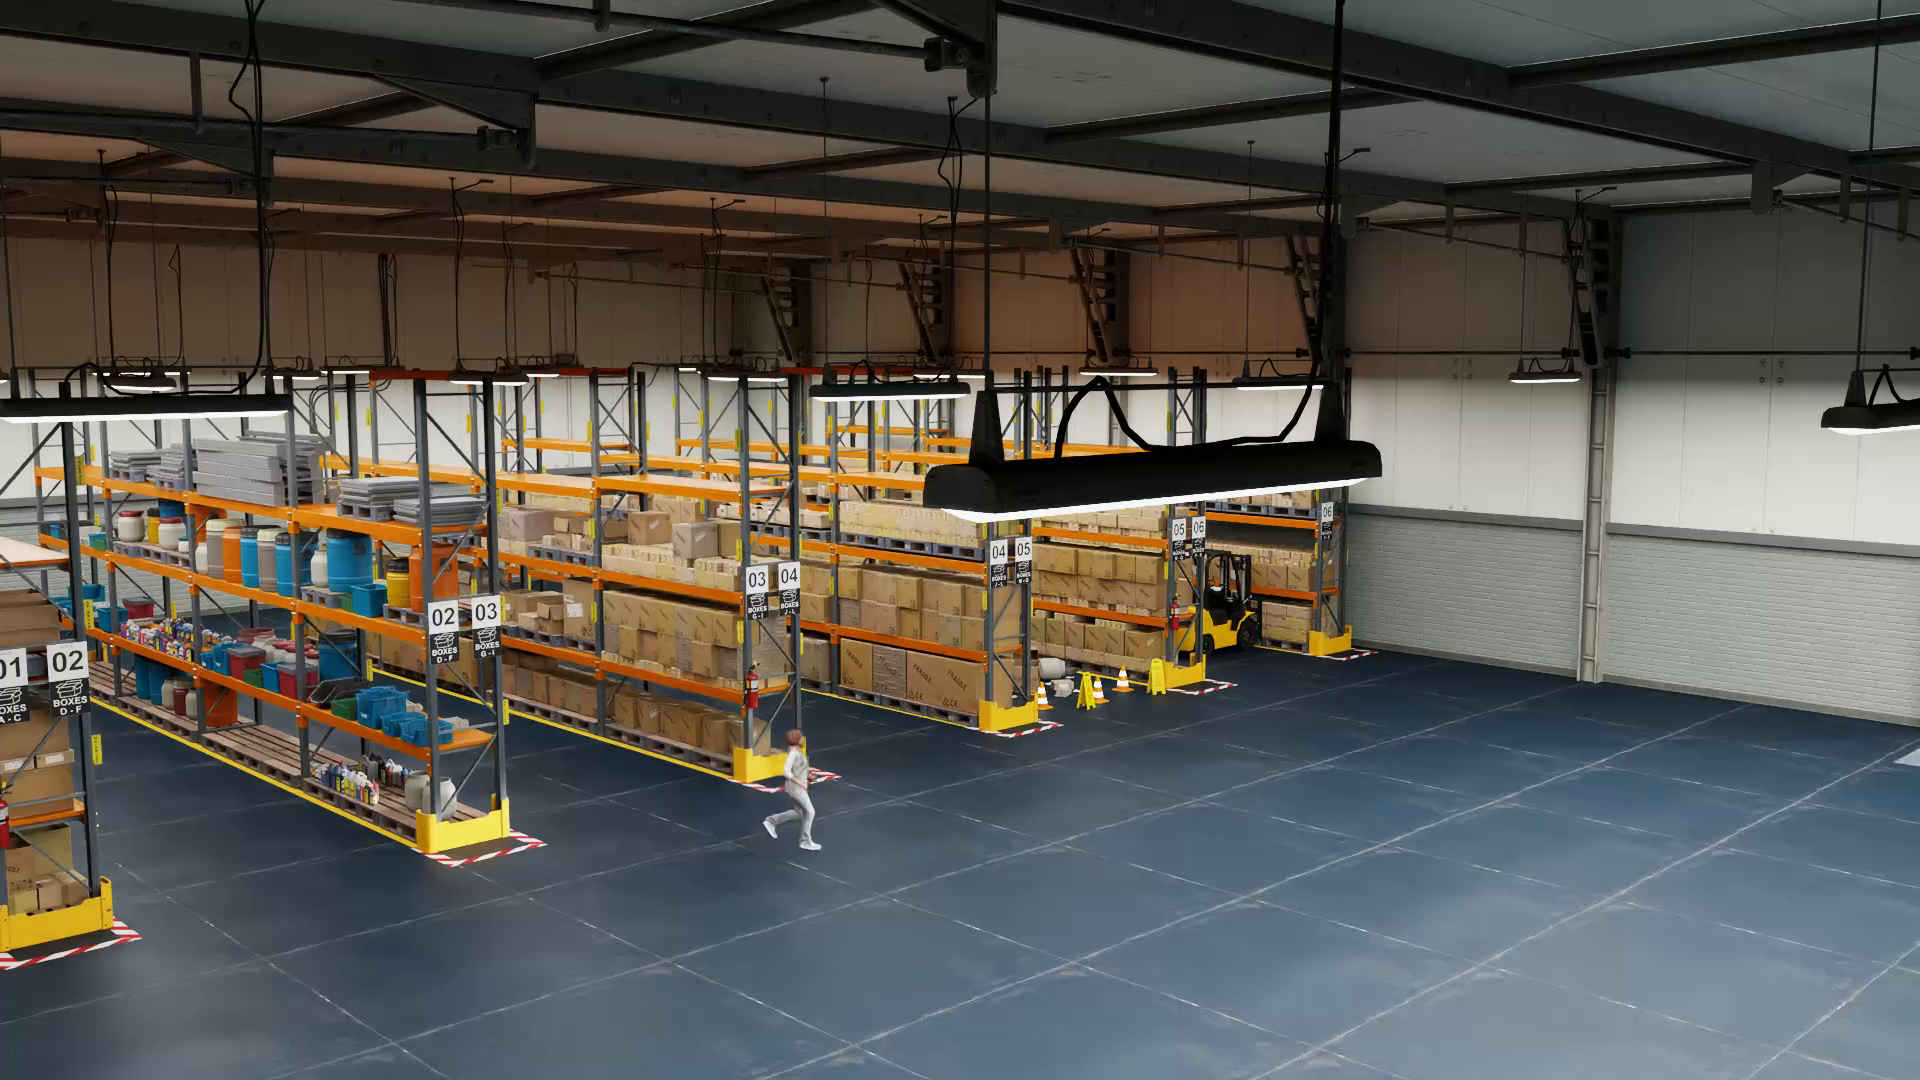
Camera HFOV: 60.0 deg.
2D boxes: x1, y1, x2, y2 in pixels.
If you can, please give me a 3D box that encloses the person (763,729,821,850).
[{"bbox_3d":[-2.138,3.183,21.131,0.732,1.584,0.539,-1,7,-11],"label":"person"}]
